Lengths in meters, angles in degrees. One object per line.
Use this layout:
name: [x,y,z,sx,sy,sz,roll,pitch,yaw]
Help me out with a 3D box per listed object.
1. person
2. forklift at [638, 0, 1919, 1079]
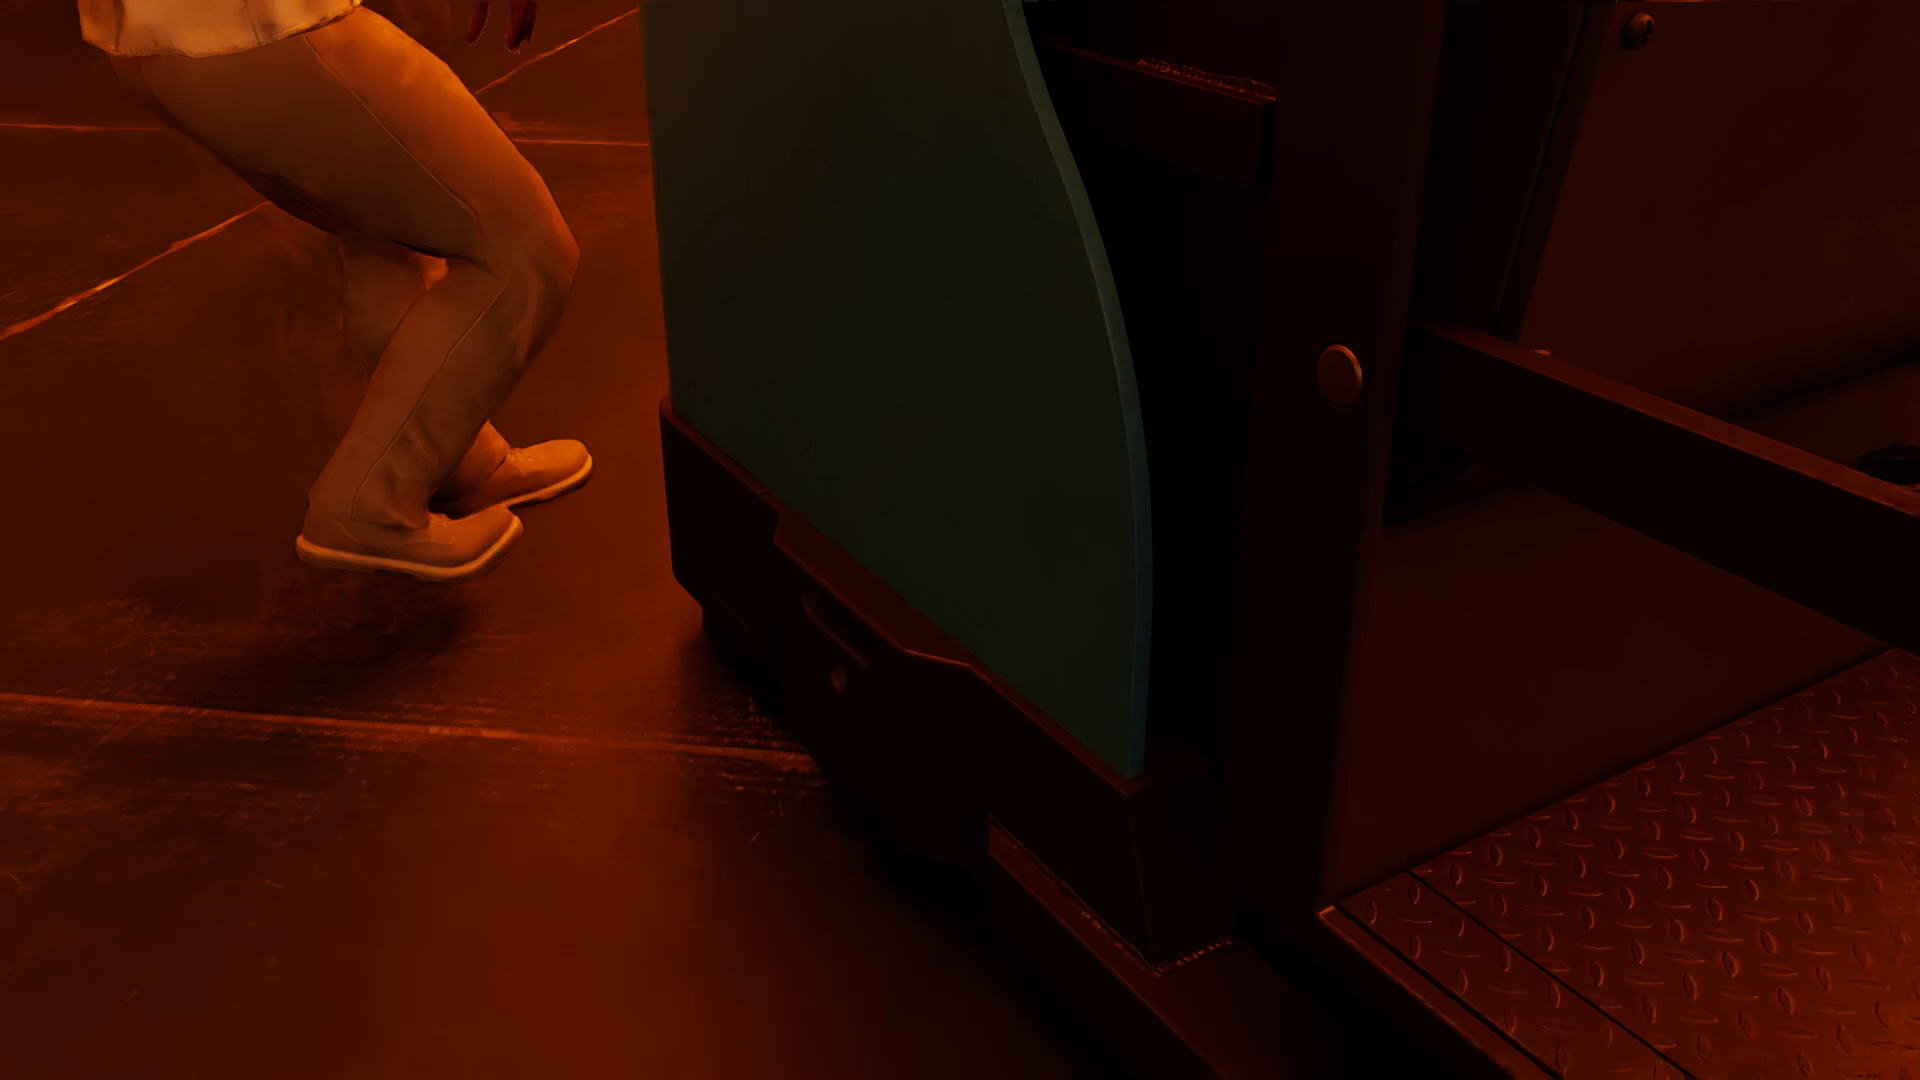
person: [-0.734,-0.661,2.051,0.639,1.606,0.883,-19,32,-33]
forklift: [0.814,-0.779,0.778,1.130,2.935,3.031,-16,30,-28]
